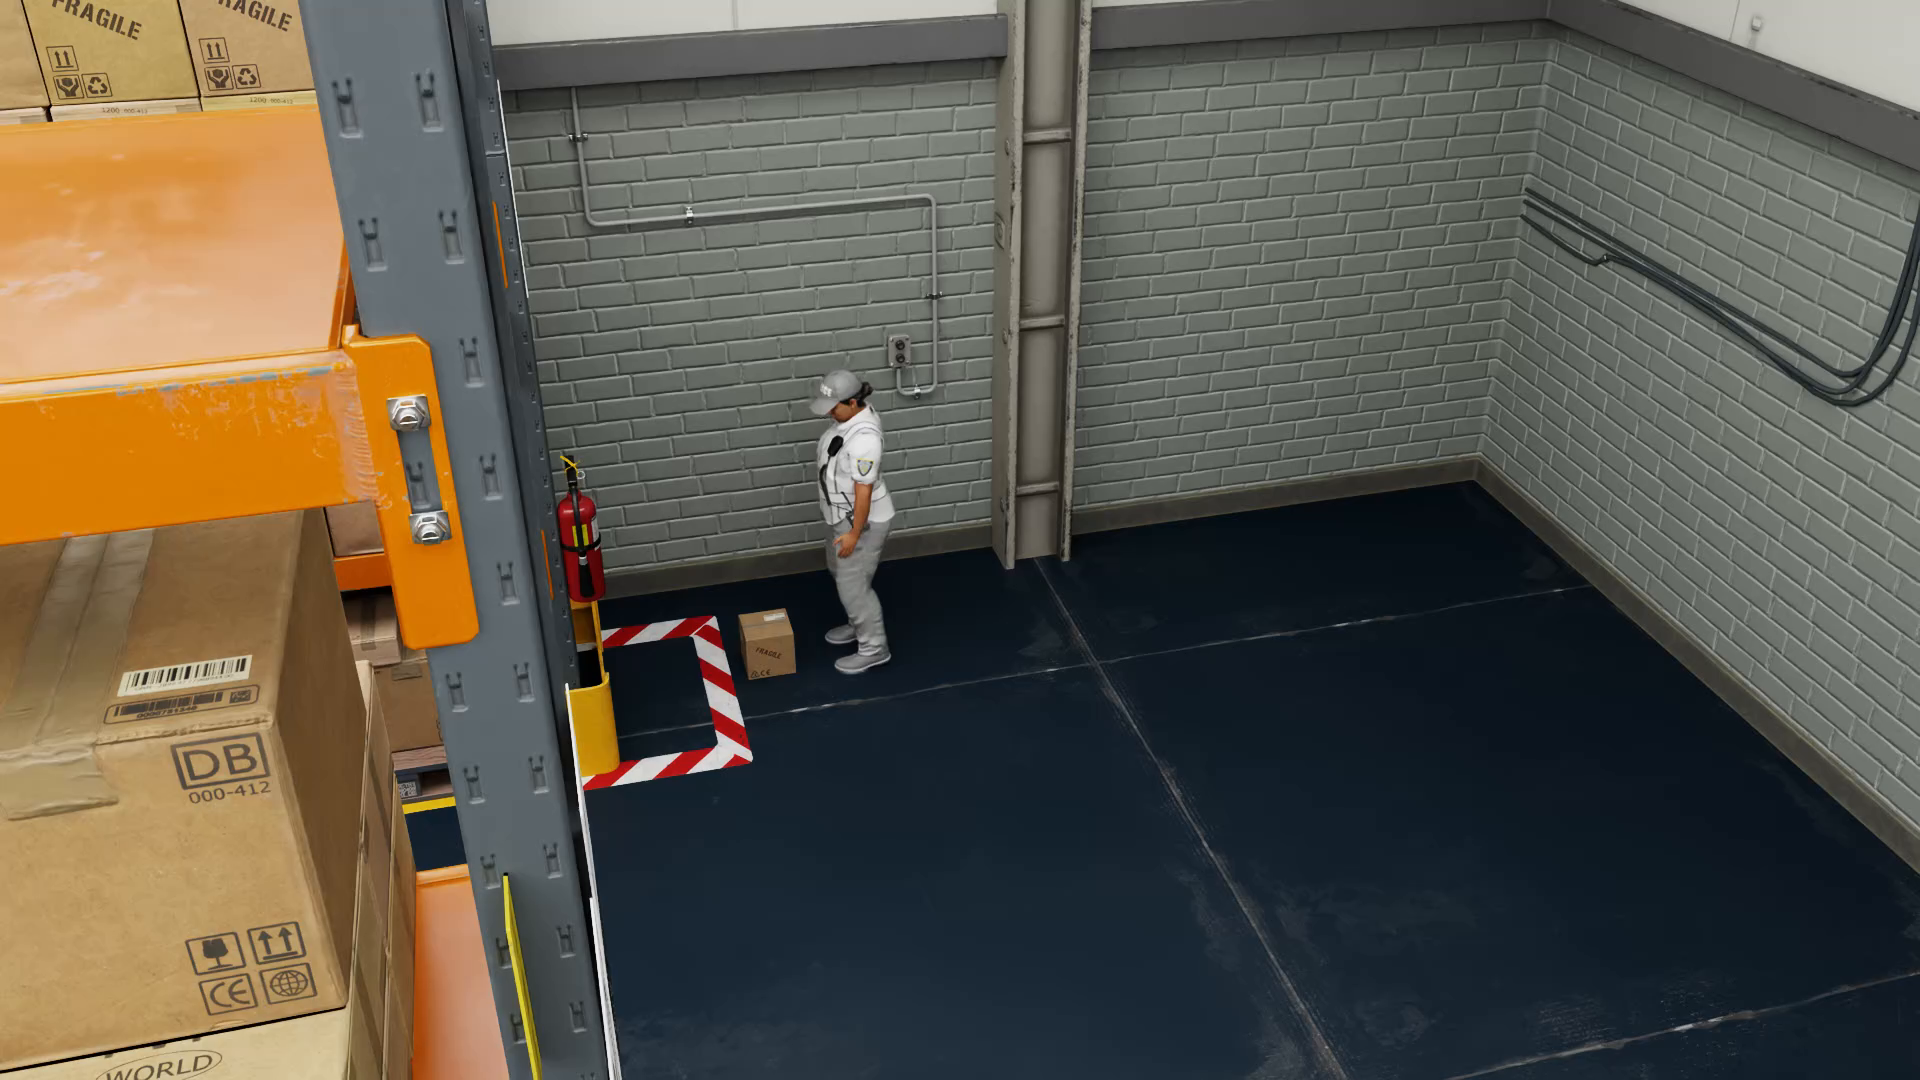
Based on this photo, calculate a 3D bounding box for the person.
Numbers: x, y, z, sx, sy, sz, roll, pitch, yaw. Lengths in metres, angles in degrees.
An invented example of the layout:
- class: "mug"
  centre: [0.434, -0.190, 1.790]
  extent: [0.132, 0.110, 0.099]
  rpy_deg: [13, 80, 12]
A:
- class: "person"
  centre: [-0.537, -0.106, 8.435]
  extent: [0.402, 1.650, 0.476]
  rpy_deg: [-7, 31, -12]
